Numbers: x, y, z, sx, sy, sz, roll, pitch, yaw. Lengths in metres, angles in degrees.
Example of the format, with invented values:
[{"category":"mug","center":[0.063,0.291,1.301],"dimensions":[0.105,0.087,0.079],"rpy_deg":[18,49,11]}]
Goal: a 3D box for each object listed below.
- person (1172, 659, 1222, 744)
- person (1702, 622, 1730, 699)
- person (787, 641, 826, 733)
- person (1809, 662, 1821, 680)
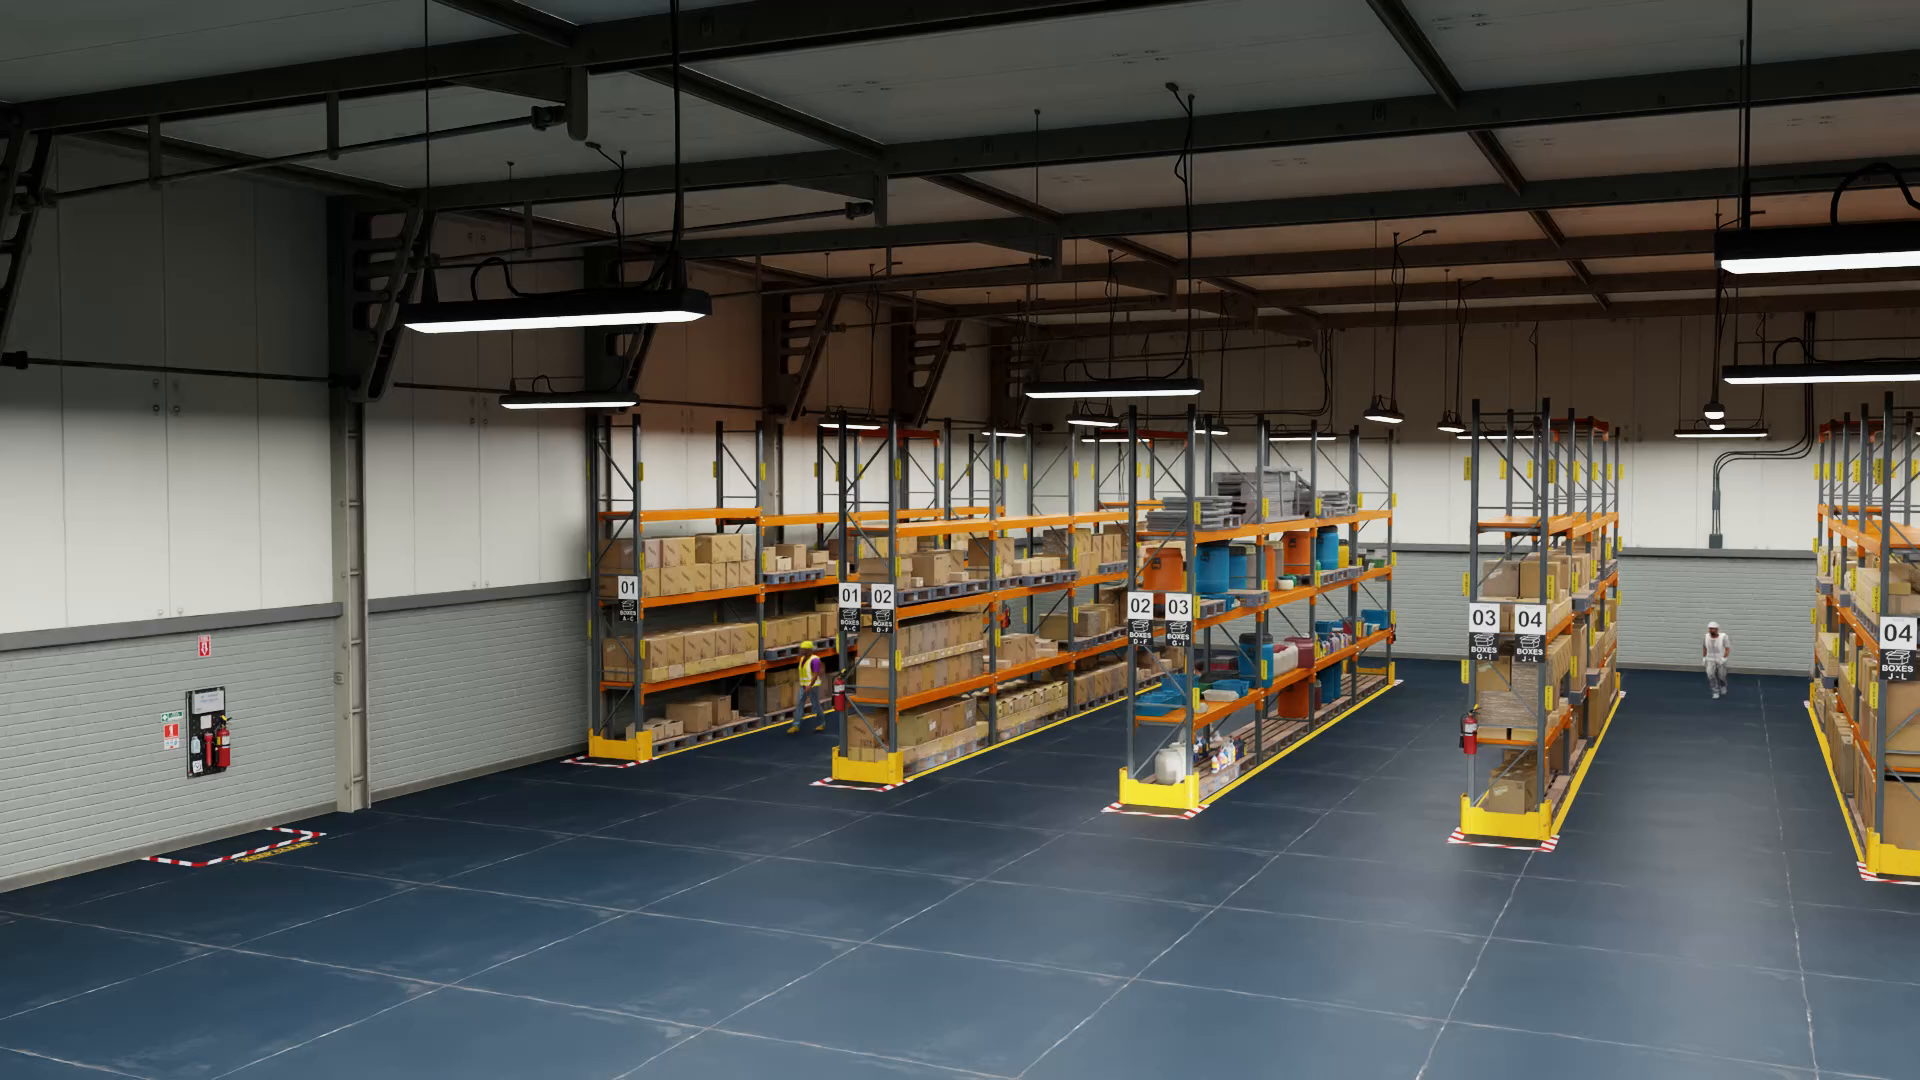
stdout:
[{"category":"person","center":[4.228,2.941,29.768],"dimensions":[0.933,1.628,0.485],"rpy_deg":[1,3,30]},{"category":"person","center":[16.744,2.646,36.821],"dimensions":[0.588,1.688,0.785],"rpy_deg":[2,3,34]},{"category":"person","center":[-2.952,2.801,31.819],"dimensions":[0.591,1.725,0.916],"rpy_deg":[2,3,43]},{"category":"person","center":[18.898,2.644,36.380],"dimensions":[0.439,1.763,0.569],"rpy_deg":[0,2,4]}]
